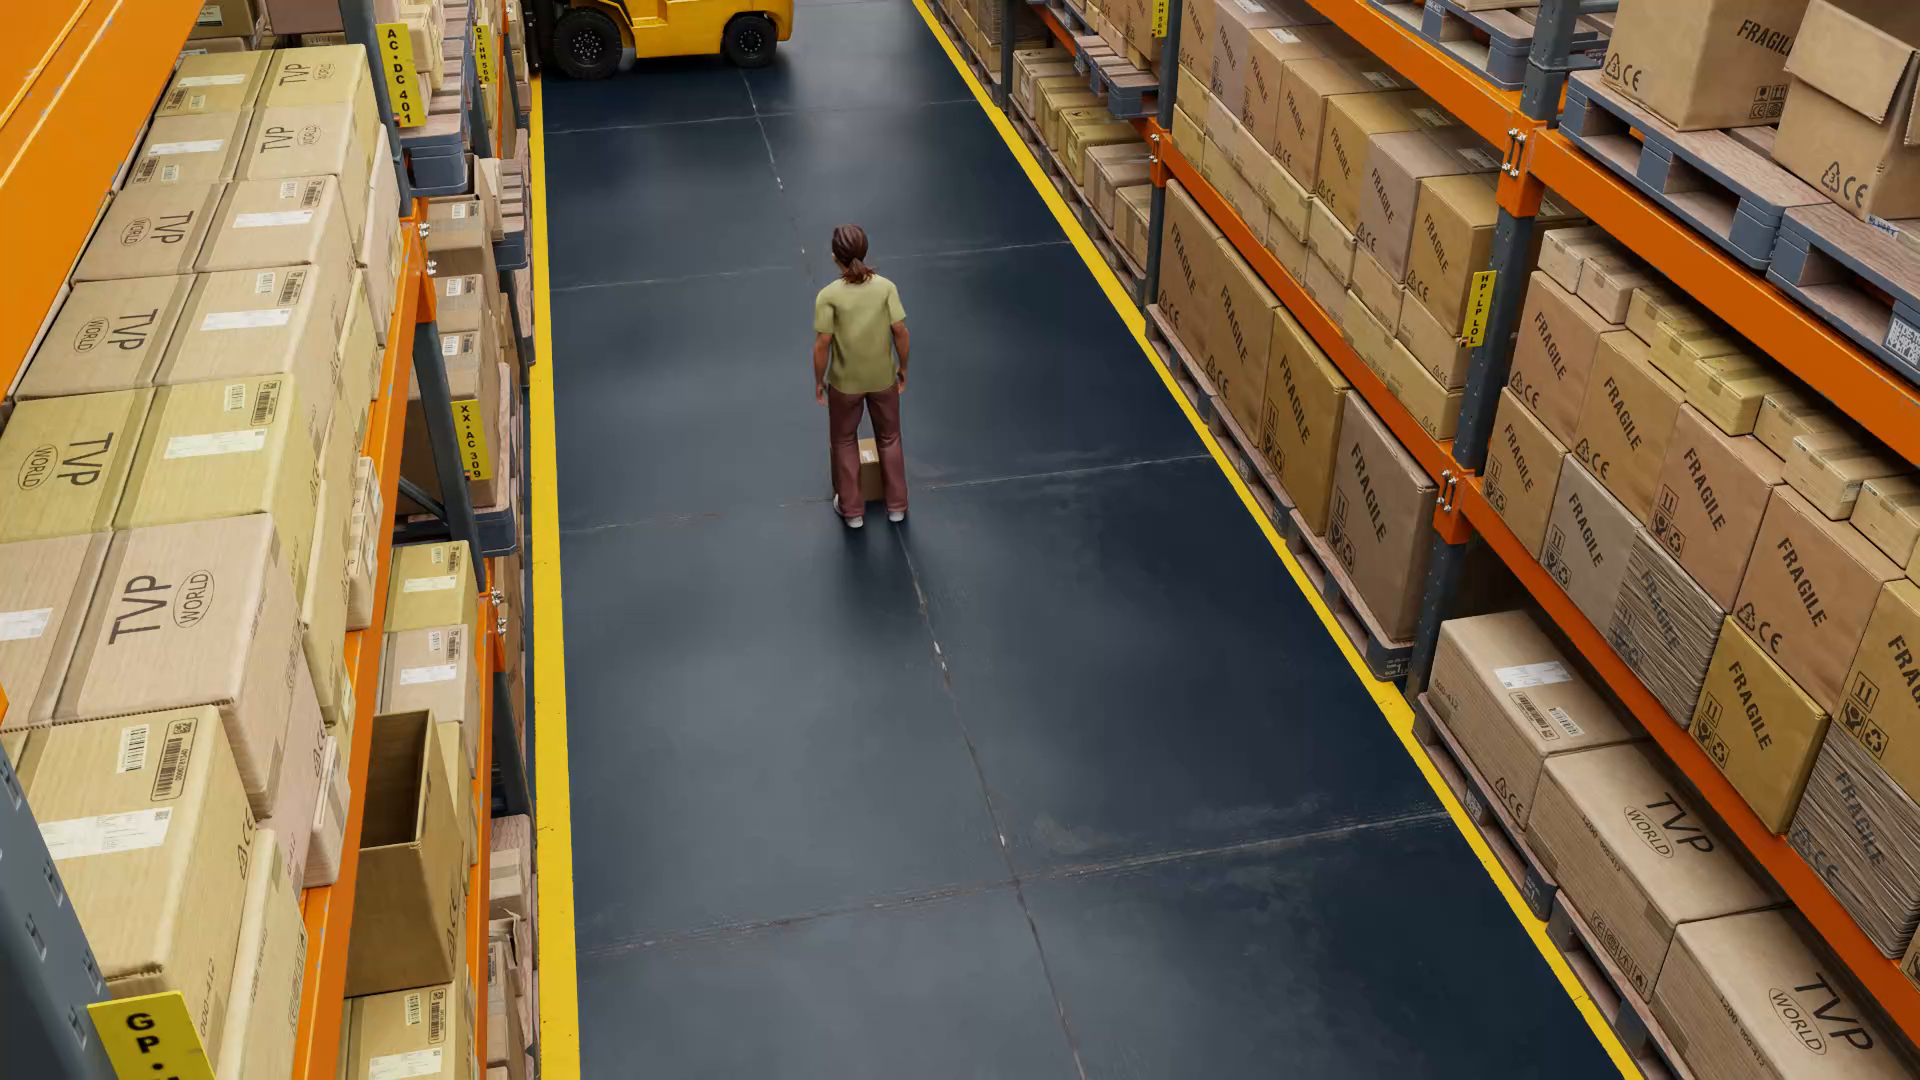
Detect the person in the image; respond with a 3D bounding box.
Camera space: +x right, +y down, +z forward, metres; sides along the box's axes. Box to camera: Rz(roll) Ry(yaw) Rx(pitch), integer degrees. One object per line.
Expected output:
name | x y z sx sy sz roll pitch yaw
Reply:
person | -0.507 -0.827 8.562 0.514 1.671 0.362 -9 36 -13
